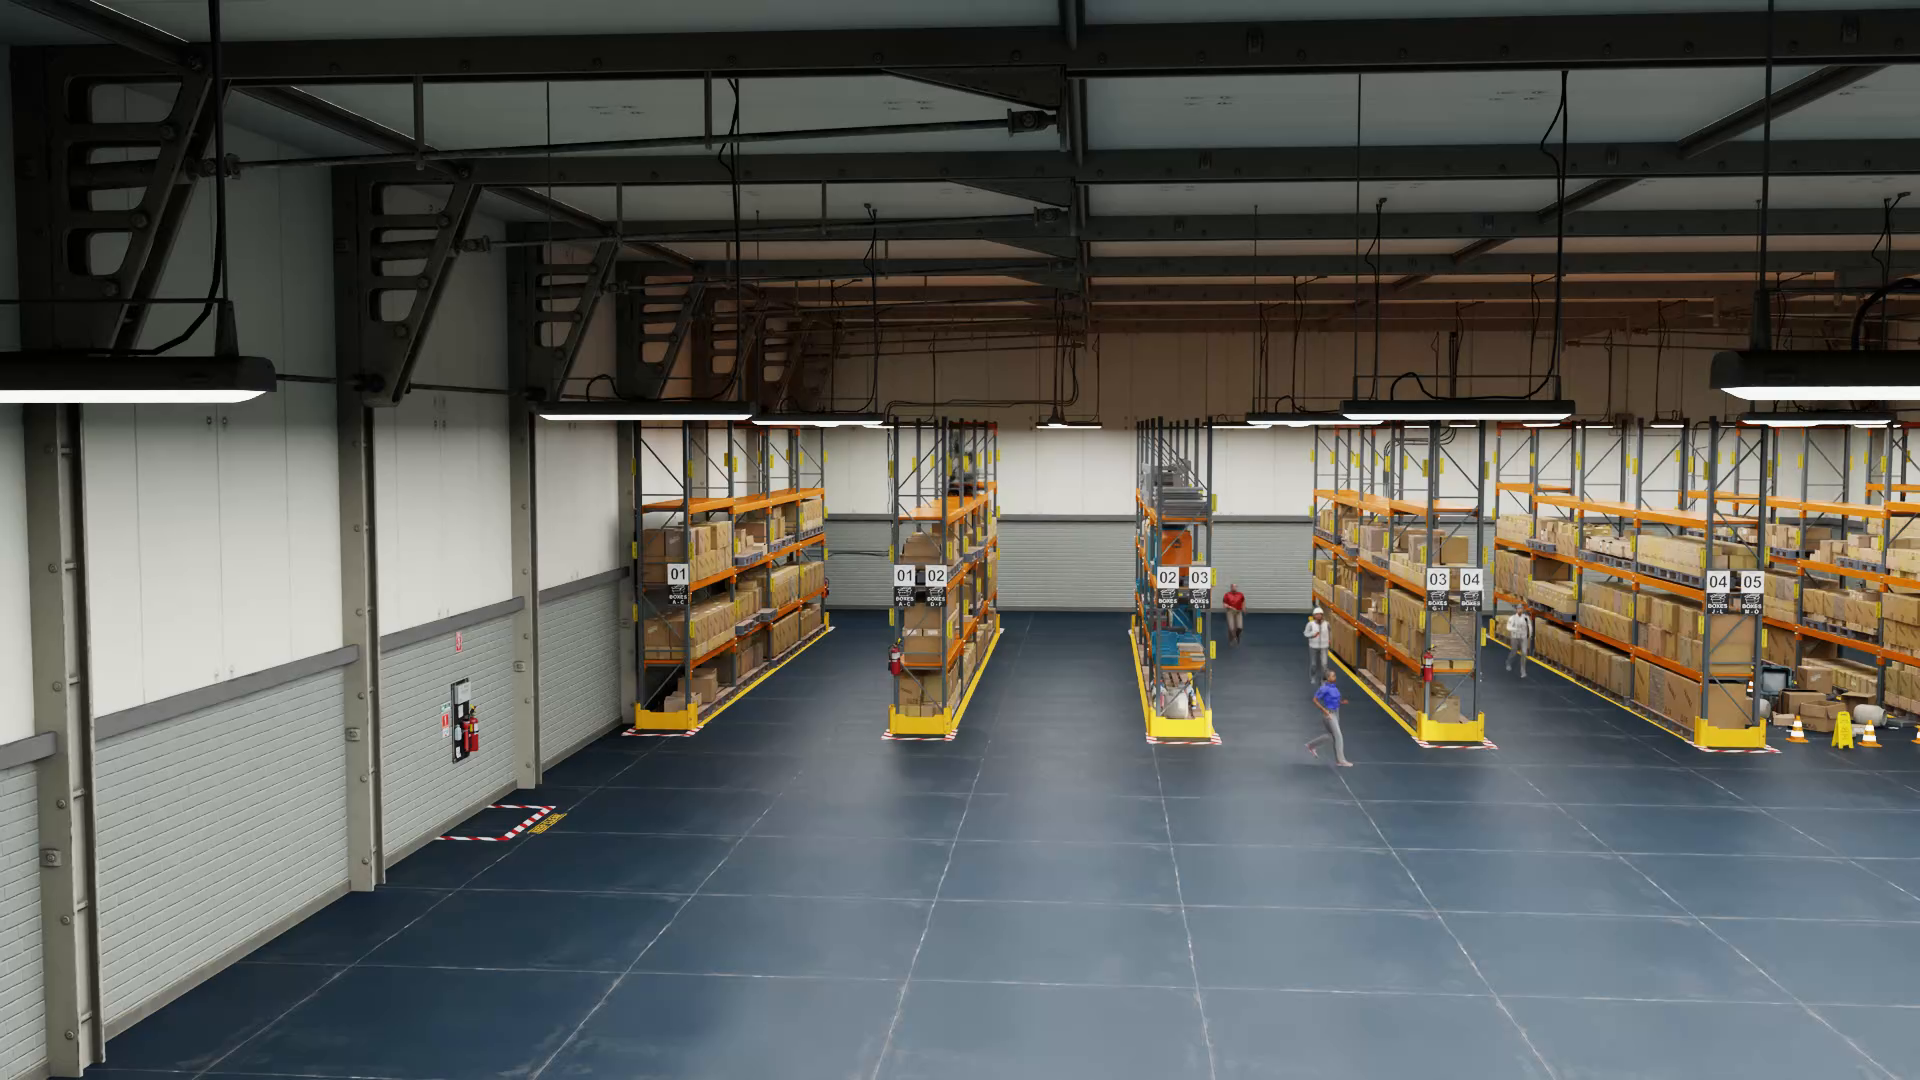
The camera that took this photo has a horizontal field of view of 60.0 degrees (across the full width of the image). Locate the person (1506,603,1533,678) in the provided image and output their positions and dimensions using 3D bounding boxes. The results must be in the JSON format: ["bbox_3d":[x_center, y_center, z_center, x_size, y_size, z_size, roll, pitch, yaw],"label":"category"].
[{"bbox_3d":[13.130,2.326,39.067,0.620,1.728,0.926,0,4,5],"label":"person"}]

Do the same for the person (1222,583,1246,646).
[{"bbox_3d":[7.307,1.992,44.190,0.652,1.687,0.602,0,4,-3],"label":"person"}]

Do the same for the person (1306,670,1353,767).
[{"bbox_3d":[6.325,3.031,28.496,0.898,1.628,0.586,2,4,34],"label":"person"}]

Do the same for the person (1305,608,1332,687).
[{"bbox_3d":[7.979,2.411,36.999,0.635,1.818,0.840,0,4,6],"label":"person"}]
